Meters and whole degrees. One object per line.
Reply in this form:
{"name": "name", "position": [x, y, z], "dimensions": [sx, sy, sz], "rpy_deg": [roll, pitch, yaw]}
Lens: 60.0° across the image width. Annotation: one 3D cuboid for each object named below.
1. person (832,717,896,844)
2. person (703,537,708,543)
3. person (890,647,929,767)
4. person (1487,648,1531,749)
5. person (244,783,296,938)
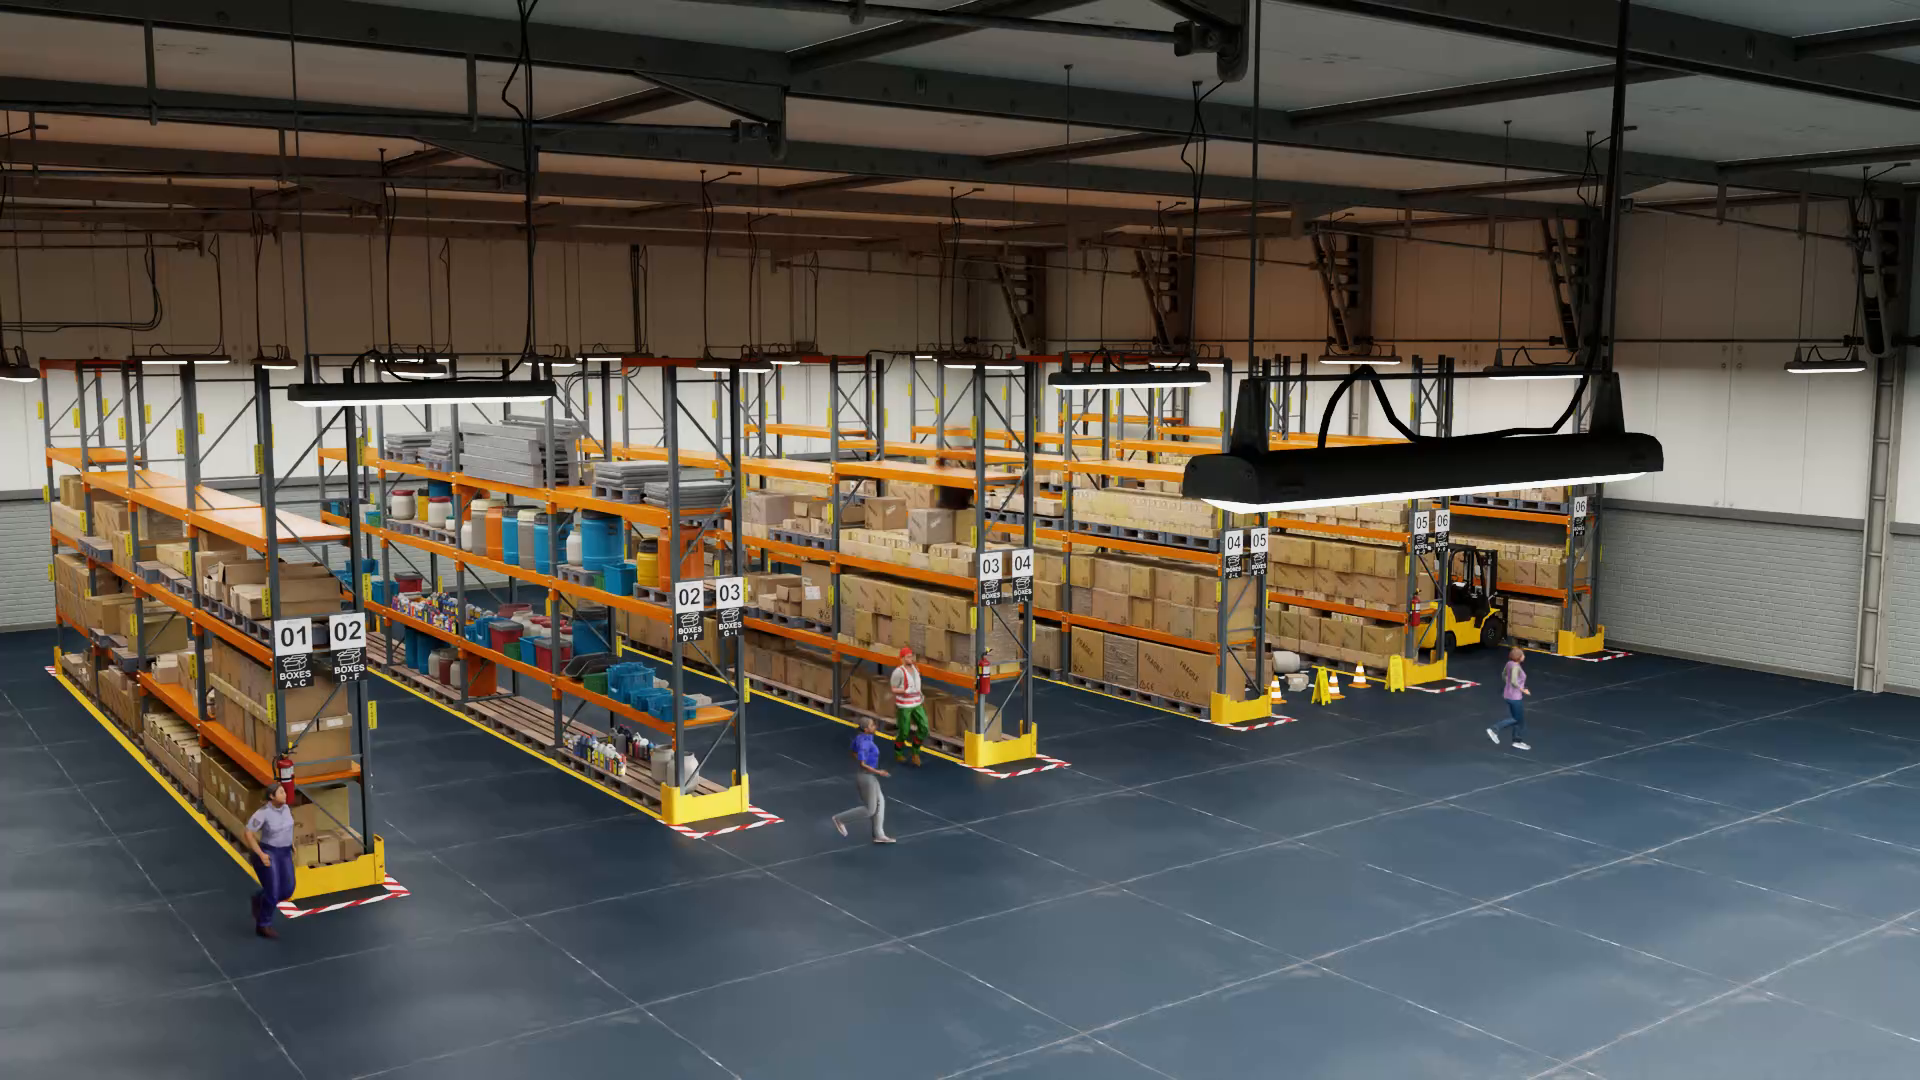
{"name": "person", "position": [-1.215, 3.027, 20.920], "dimensions": [0.801, 1.643, 0.589], "rpy_deg": [-1, 7, -6]}
{"name": "person", "position": [-6.396, 0.697, 40.352], "dimensions": [0.758, 1.592, 0.723], "rpy_deg": [0, 7, 0]}
{"name": "person", "position": [-0.729, 2.488, 24.701], "dimensions": [0.642, 1.807, 0.677], "rpy_deg": [-6, 9, -39]}
{"name": "person", "position": [8.546, 2.461, 25.843], "dimensions": [0.680, 1.595, 0.566], "rpy_deg": [1, 7, 9]}
{"name": "person", "position": [-7.426, 3.413, 17.933], "dimensions": [0.548, 1.592, 0.647], "rpy_deg": [3, 7, 22]}
